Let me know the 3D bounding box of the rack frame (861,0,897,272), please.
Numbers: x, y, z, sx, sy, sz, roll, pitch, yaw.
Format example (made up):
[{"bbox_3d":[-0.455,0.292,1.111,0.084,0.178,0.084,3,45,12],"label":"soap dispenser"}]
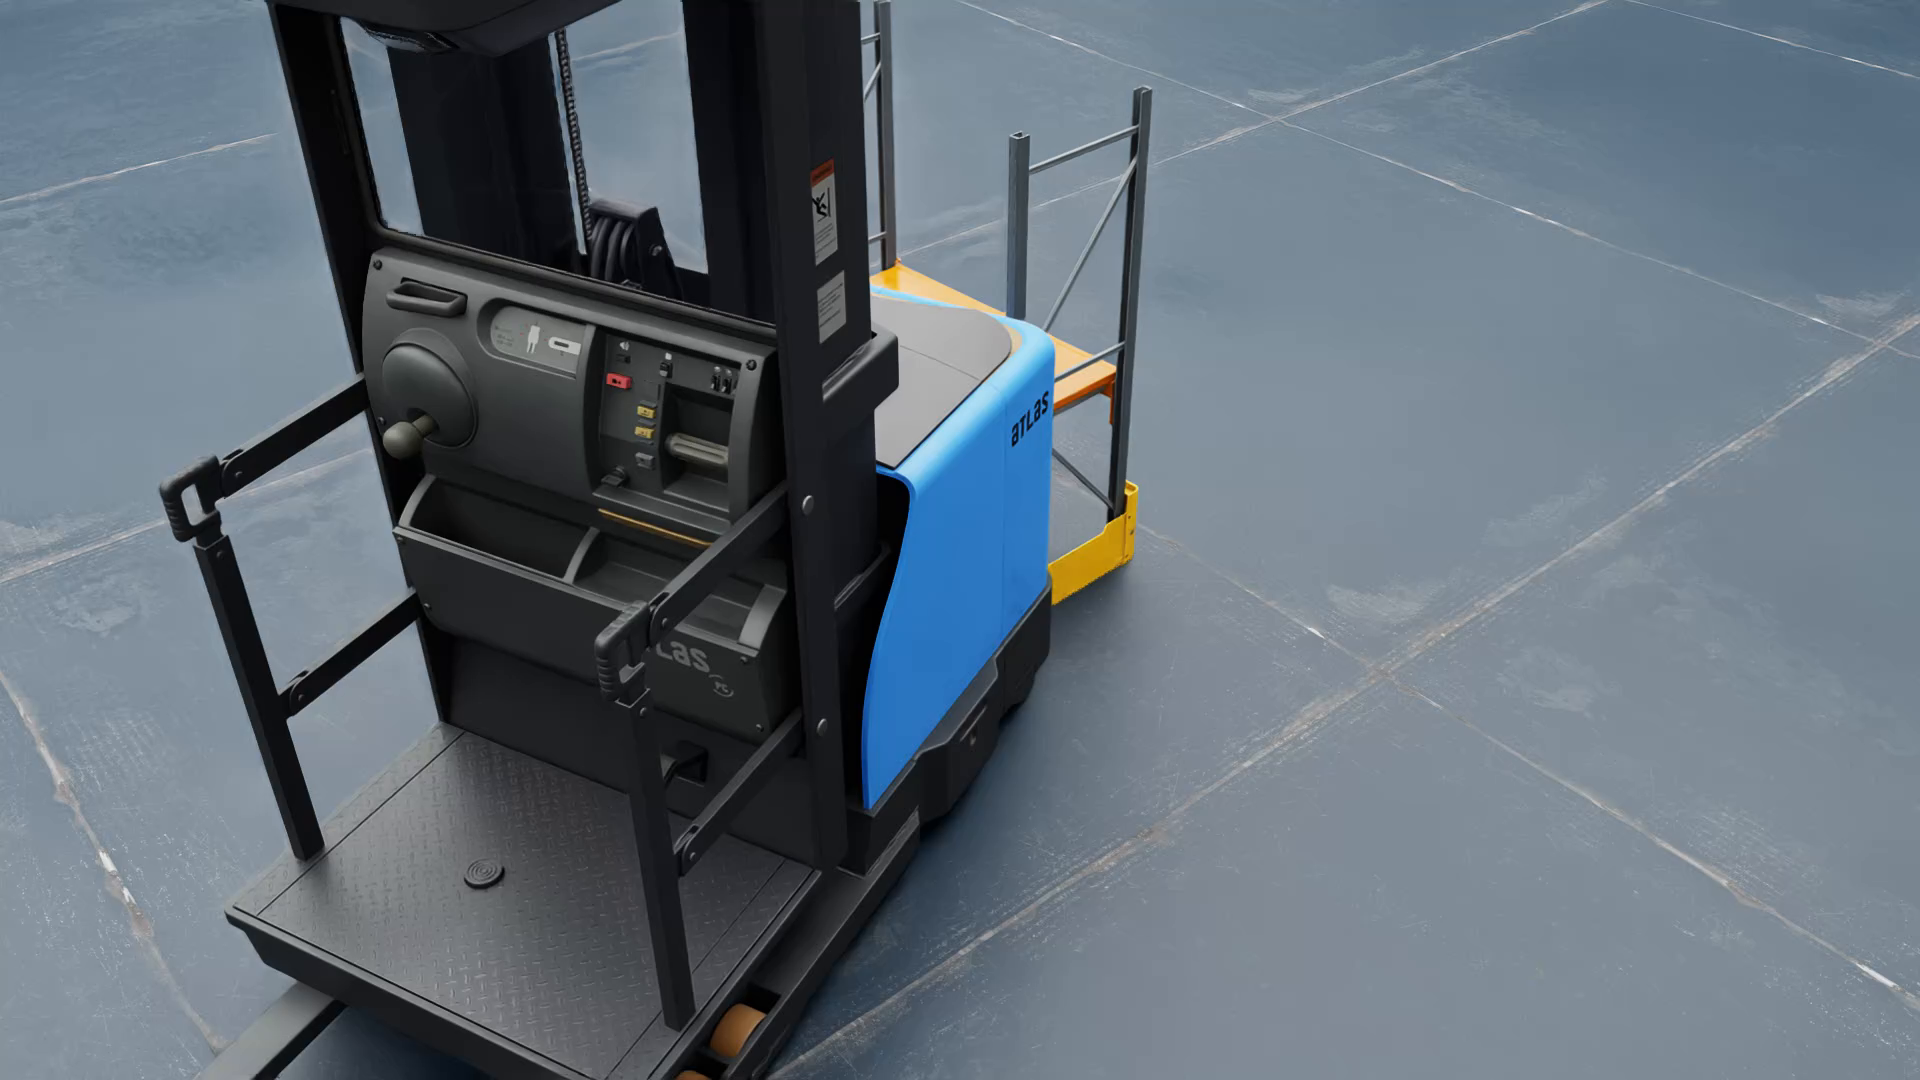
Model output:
[{"bbox_3d":[-0.395,-0.888,5.207,0.500,1.500,0.032,-29,44,-34],"label":"rack frame"}]

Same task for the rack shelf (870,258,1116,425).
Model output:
[{"bbox_3d":[-0.043,-0.530,5.012,0.538,0.185,1.000,-29,44,-34],"label":"rack shelf"}]

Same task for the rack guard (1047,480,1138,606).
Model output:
[{"bbox_3d":[0.308,0.045,4.971,0.587,0.250,0.087,-29,44,-34],"label":"rack guard"}]

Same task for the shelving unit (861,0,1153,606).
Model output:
[{"bbox_3d":[-0.037,-0.673,4.902,0.587,1.500,1.083,-29,44,-34],"label":"shelving unit"}]

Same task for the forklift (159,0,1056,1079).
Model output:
[{"bbox_3d":[-0.871,-0.222,3.027,1.130,2.935,3.031,17,39,22],"label":"forklift"}]

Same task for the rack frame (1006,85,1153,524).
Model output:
[{"bbox_3d":[0.309,-0.465,4.609,0.500,1.500,0.032,-29,44,-34],"label":"rack frame"}]
